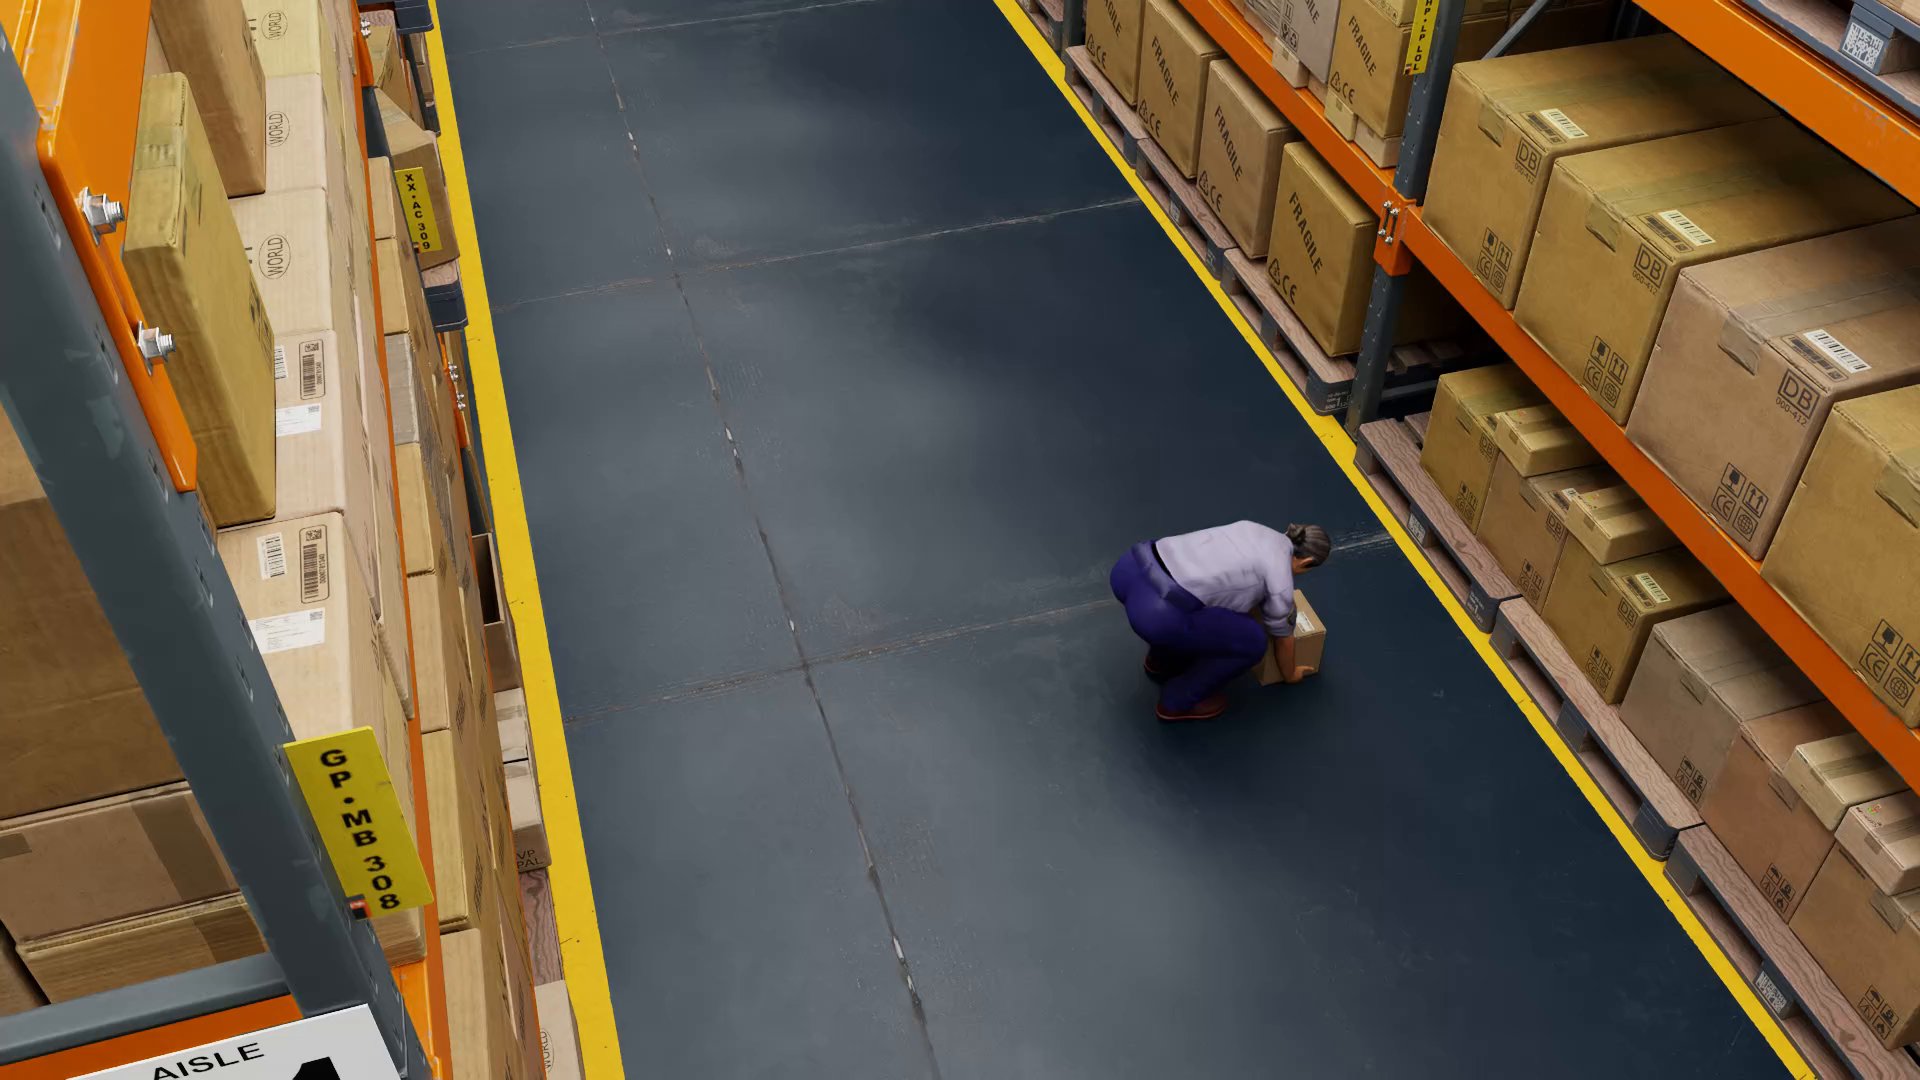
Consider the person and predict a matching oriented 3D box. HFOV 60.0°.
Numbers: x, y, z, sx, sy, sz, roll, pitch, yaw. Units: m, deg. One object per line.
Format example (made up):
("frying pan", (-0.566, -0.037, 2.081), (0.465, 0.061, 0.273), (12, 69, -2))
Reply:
("person", (1.023, 0.283, 6.523), (0.905, 0.784, 0.509), (-13, 44, -14))
